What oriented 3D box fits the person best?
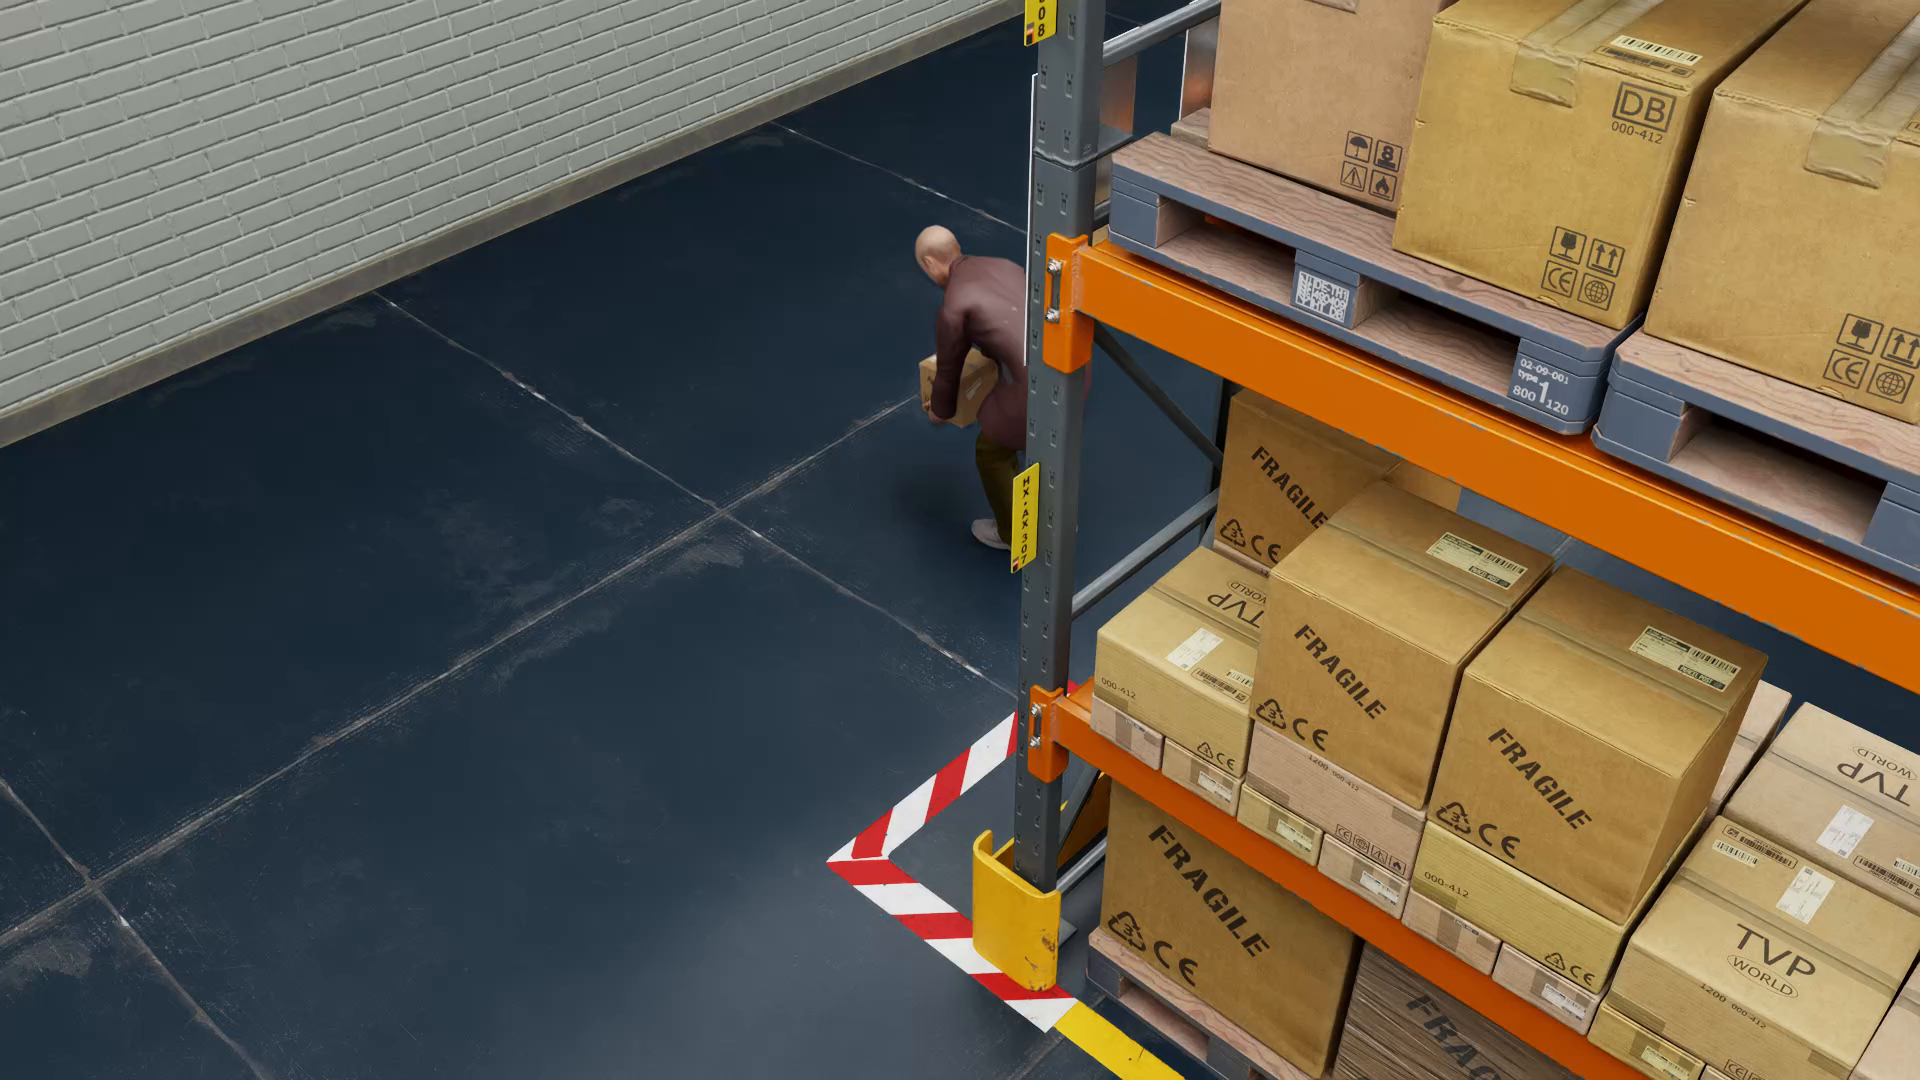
[{"bbox_3d":[0.166,-0.652,7.295,0.876,1.381,0.563,28,47,30],"label":"person"}]
